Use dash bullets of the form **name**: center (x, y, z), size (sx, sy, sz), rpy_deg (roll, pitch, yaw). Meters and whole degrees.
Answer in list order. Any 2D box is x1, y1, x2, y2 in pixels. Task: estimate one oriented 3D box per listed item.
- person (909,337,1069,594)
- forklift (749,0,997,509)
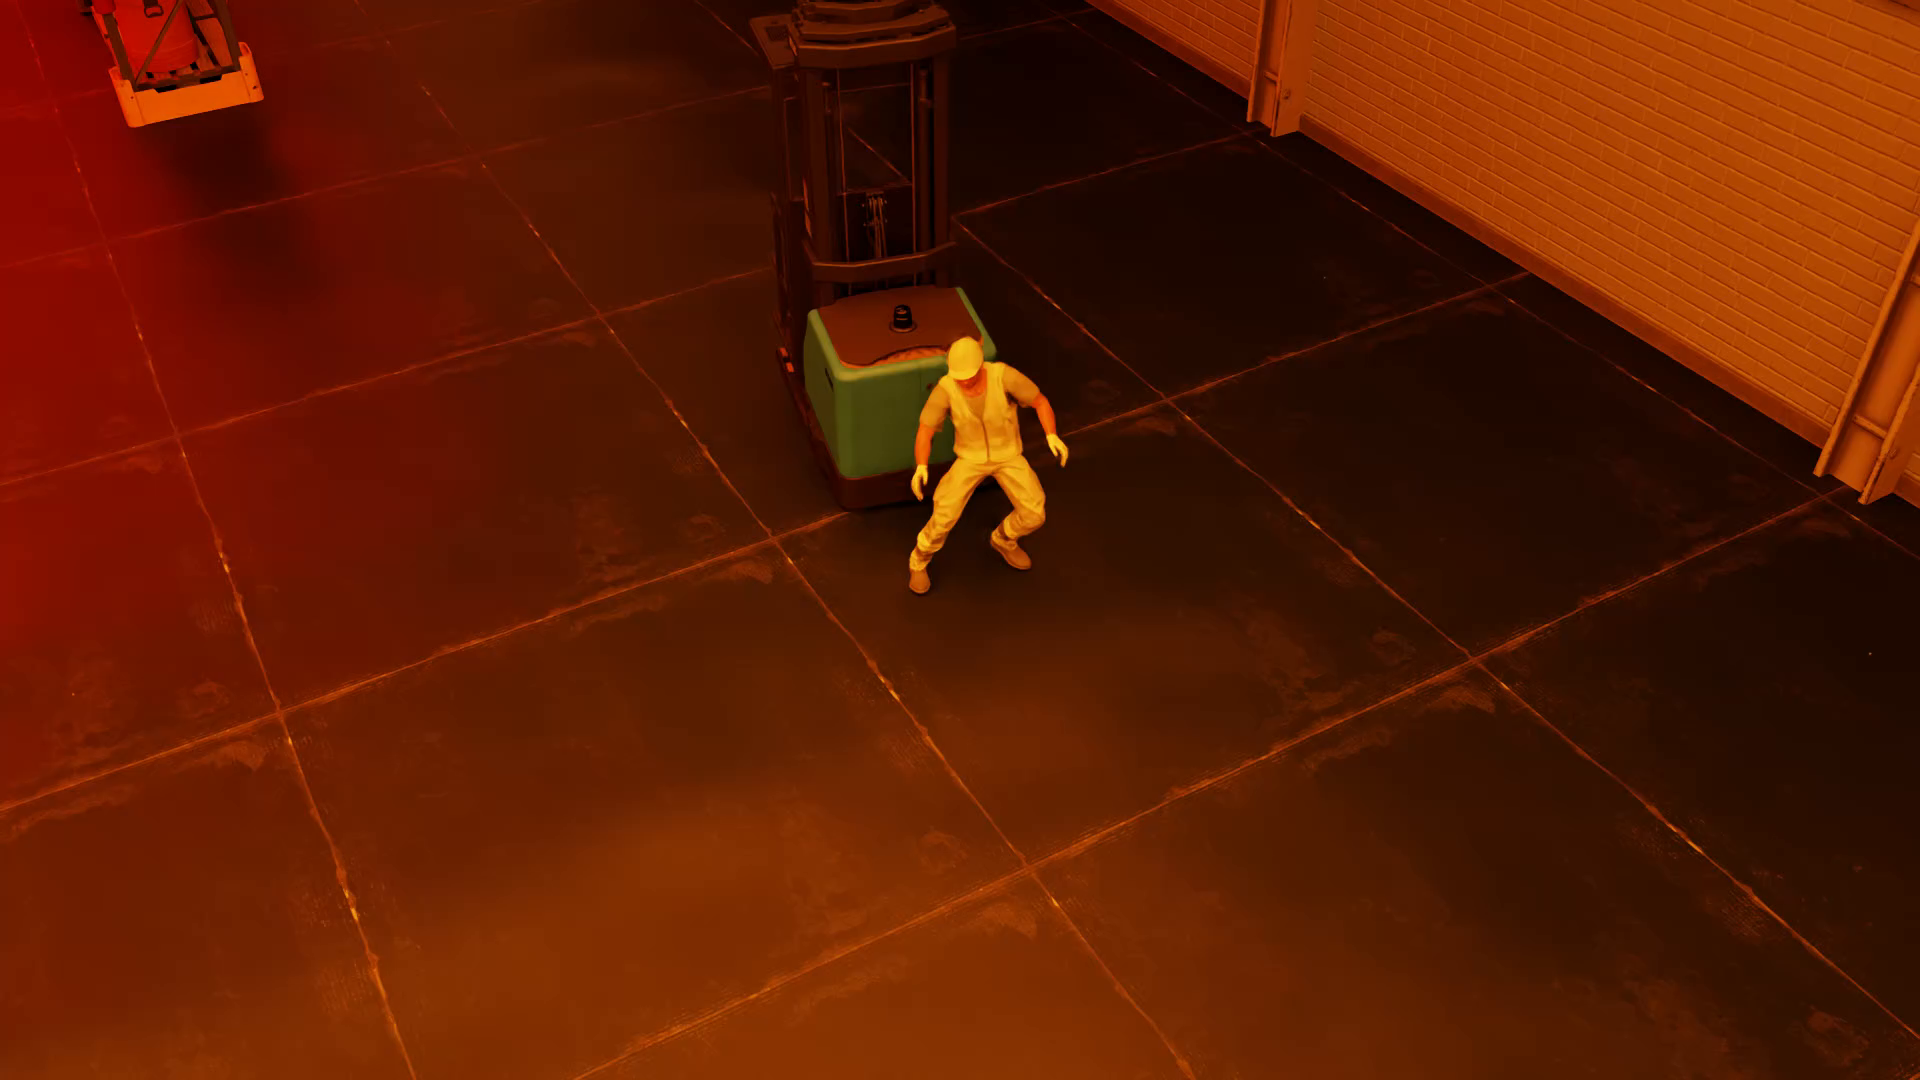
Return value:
- **person**: center (0.152, -0.417, 9.591), size (0.925, 1.595, 0.716), rpy_deg (-2, 40, -2)
- **forklift**: center (-0.670, -2.270, 10.773), size (1.130, 2.935, 3.031), rpy_deg (-11, 41, -13)
